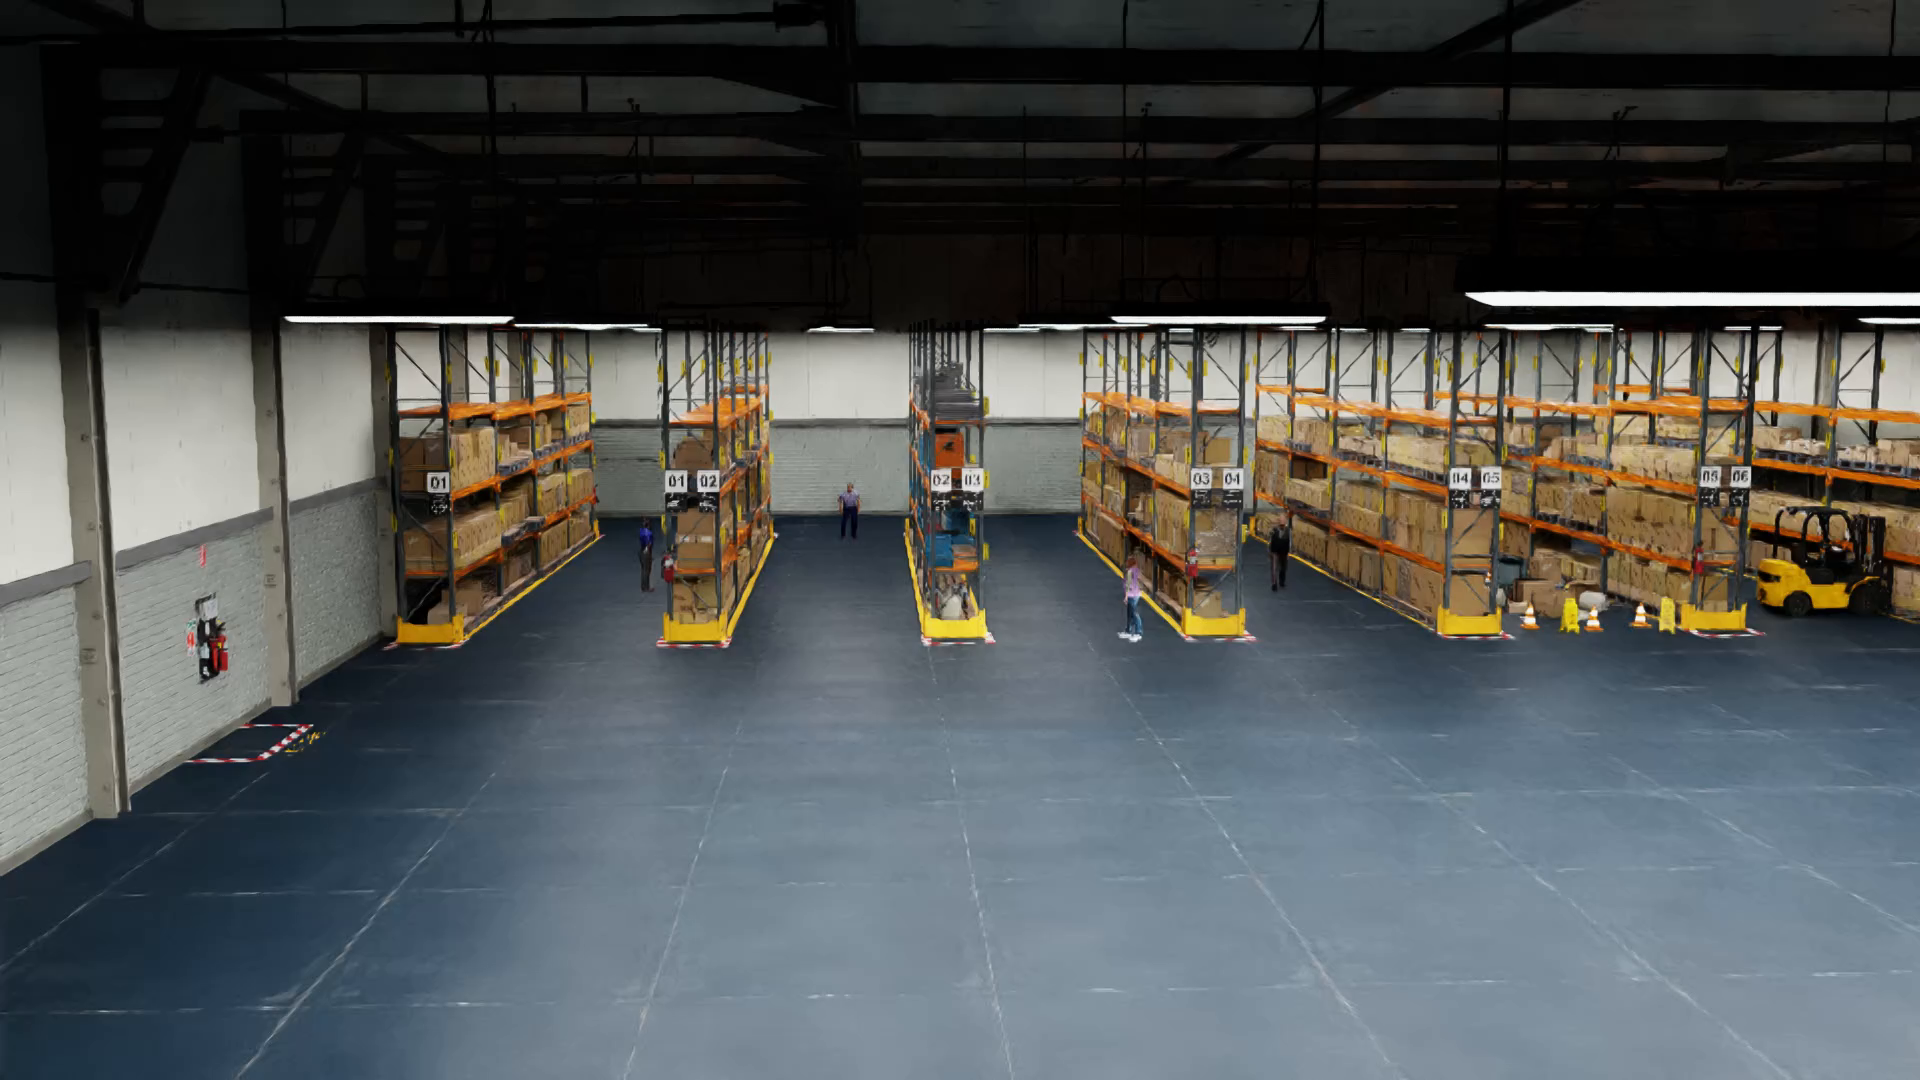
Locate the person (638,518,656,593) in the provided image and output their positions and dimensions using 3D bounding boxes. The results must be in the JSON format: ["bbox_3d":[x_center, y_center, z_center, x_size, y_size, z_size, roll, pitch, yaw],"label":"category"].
[{"bbox_3d":[-6.947,0.331,36.984,0.422,1.652,0.502,-5,9,-35],"label":"person"}]

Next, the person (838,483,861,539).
[{"bbox_3d":[-3.105,-0.825,46.702,0.625,1.596,0.510,-1,7,-5],"label":"person"}]

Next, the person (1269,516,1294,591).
[{"bbox_3d":[7.214,0.280,37.351,0.538,1.664,1.032,1,7,5],"label":"person"}]

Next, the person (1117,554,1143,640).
[{"bbox_3d":[3.208,1.061,31.288,0.536,1.590,0.534,2,7,19],"label":"person"}]
